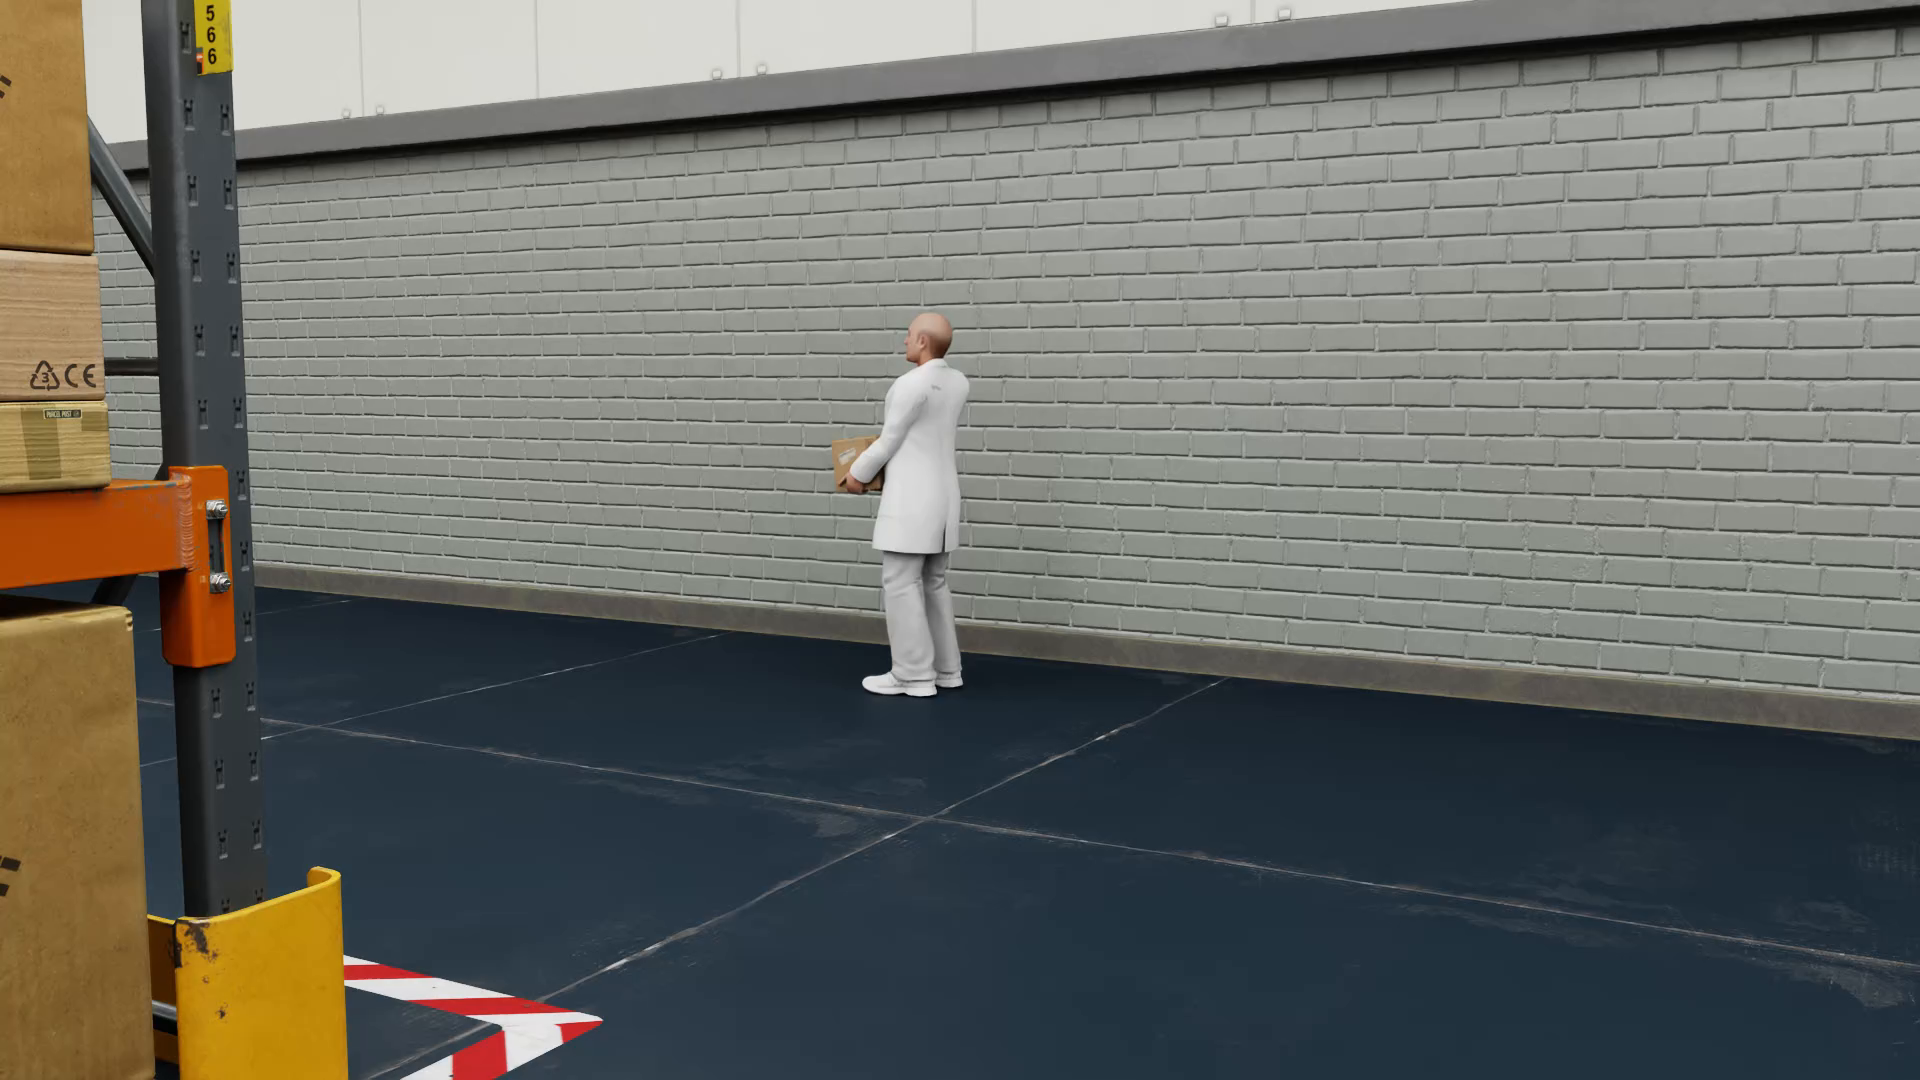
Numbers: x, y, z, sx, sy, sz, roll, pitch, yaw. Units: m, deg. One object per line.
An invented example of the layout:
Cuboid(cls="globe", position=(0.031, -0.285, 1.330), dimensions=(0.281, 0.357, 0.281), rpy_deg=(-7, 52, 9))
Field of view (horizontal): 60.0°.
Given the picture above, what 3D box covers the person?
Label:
Cuboid(cls="person", position=(-0.273, -0.174, 7.812), dimensions=(0.555, 1.770, 0.531), rpy_deg=(3, 7, 29))
